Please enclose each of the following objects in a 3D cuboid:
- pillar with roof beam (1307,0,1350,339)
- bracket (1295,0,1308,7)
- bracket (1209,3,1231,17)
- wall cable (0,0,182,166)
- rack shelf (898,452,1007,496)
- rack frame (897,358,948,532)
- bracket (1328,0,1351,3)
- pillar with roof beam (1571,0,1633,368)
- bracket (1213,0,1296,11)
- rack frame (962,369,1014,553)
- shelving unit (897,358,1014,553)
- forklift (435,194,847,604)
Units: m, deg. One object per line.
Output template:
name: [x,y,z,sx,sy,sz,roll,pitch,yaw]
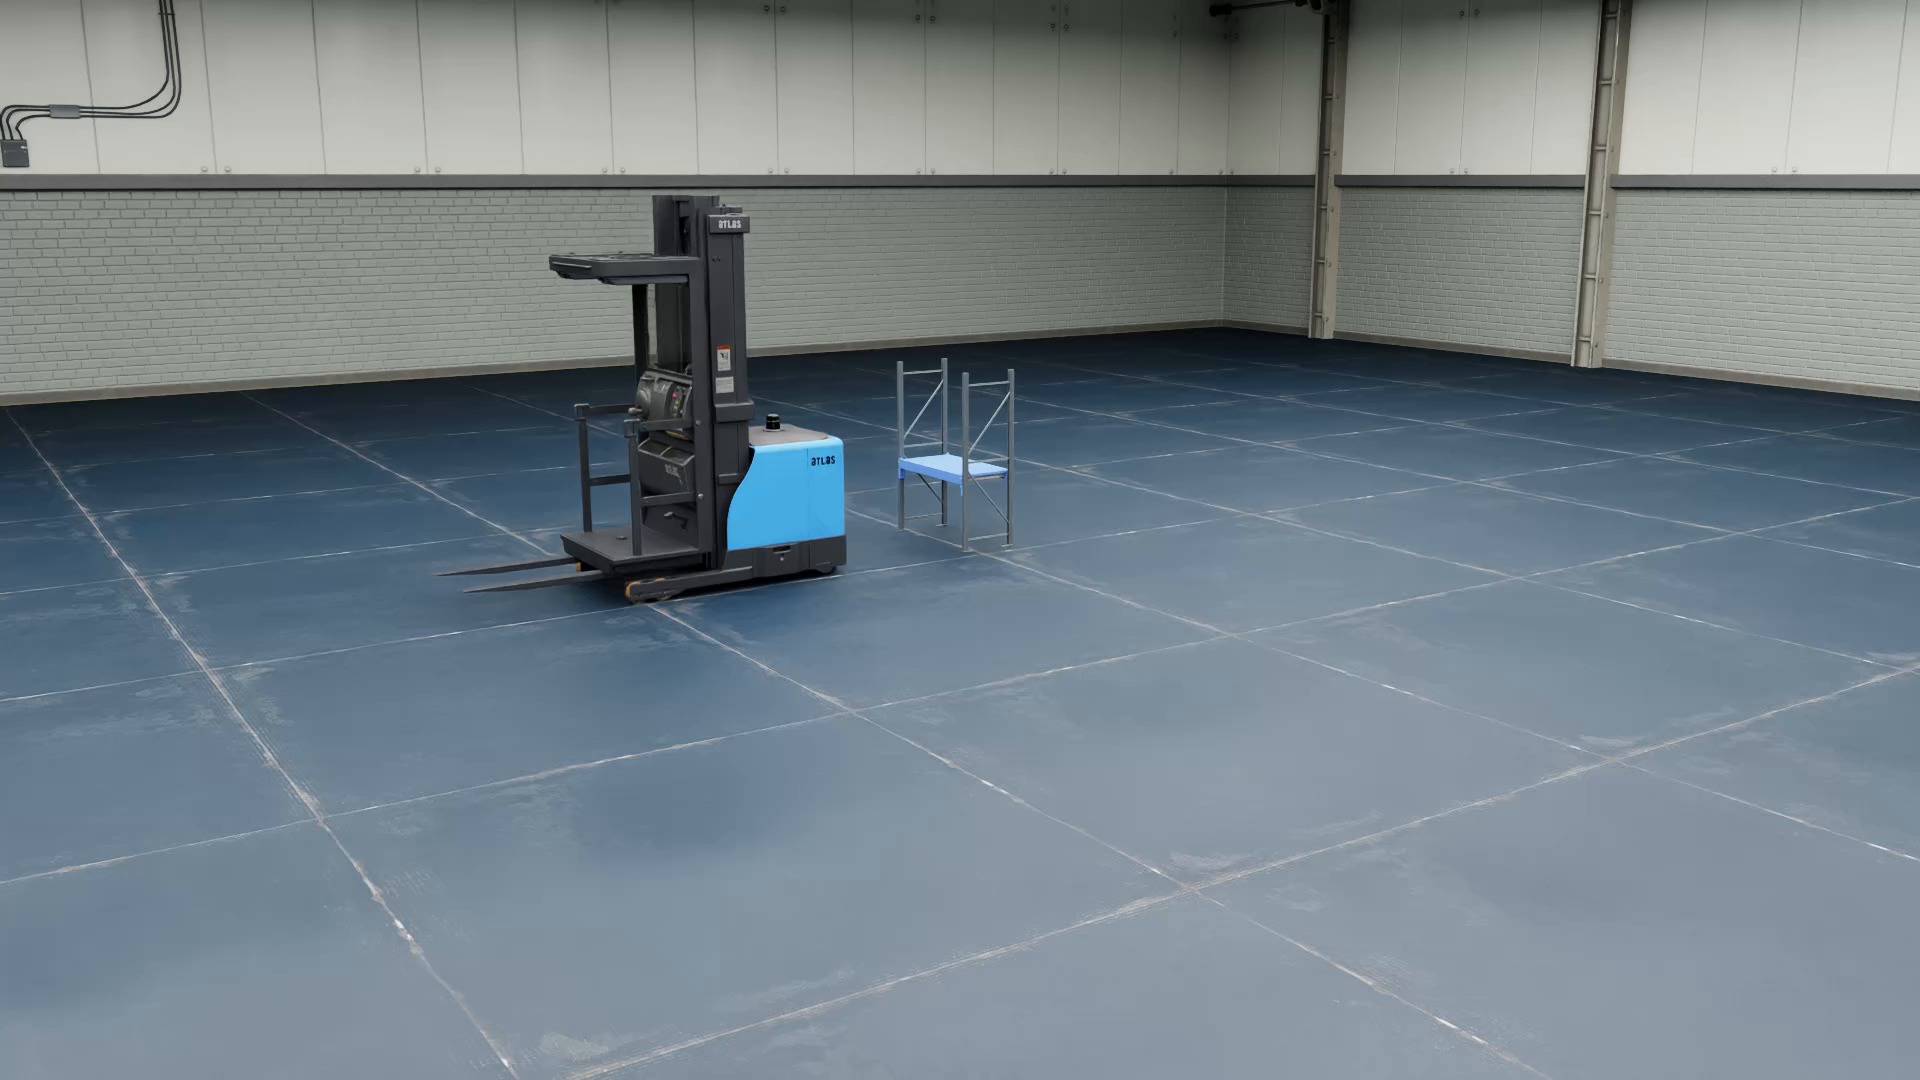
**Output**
pillar with roof beam: [3.439,-7.818,29.047,9.100,9.000,0.548,-8,15,-33]
bracket: [6.497,-10.118,31.138,0.235,0.232,0.430,-8,15,-33]
bracket: [5.184,-10.539,33.065,0.235,0.232,0.430,-8,15,-33]
wall cable: [-11.820,-8.062,22.201,2.305,6.003,0.169,-8,15,-33]
rack shelf: [-0.047,-0.572,14.309,0.538,0.185,1.000,-8,15,-33]
rack frame: [-0.329,-0.838,14.684,0.500,1.500,0.032,-8,15,-33]
bracket: [6.957,-9.970,30.463,0.235,0.232,0.430,-8,15,-33]
pillar with roof beam: [6.763,-6.751,24.167,9.100,9.000,0.400,-8,15,-33]
bracket: [5.512,-10.434,32.585,0.076,0.066,3.189,-8,15,-33]
rack frame: [0.234,-0.657,13.857,0.500,1.500,0.032,-8,15,-33]
shelving unit: [-0.047,-0.748,14.271,0.538,1.500,1.048,-8,15,-33]
forklift: [-2.411,-1.089,12.479,3.031,2.935,1.130,-8,15,-33]
